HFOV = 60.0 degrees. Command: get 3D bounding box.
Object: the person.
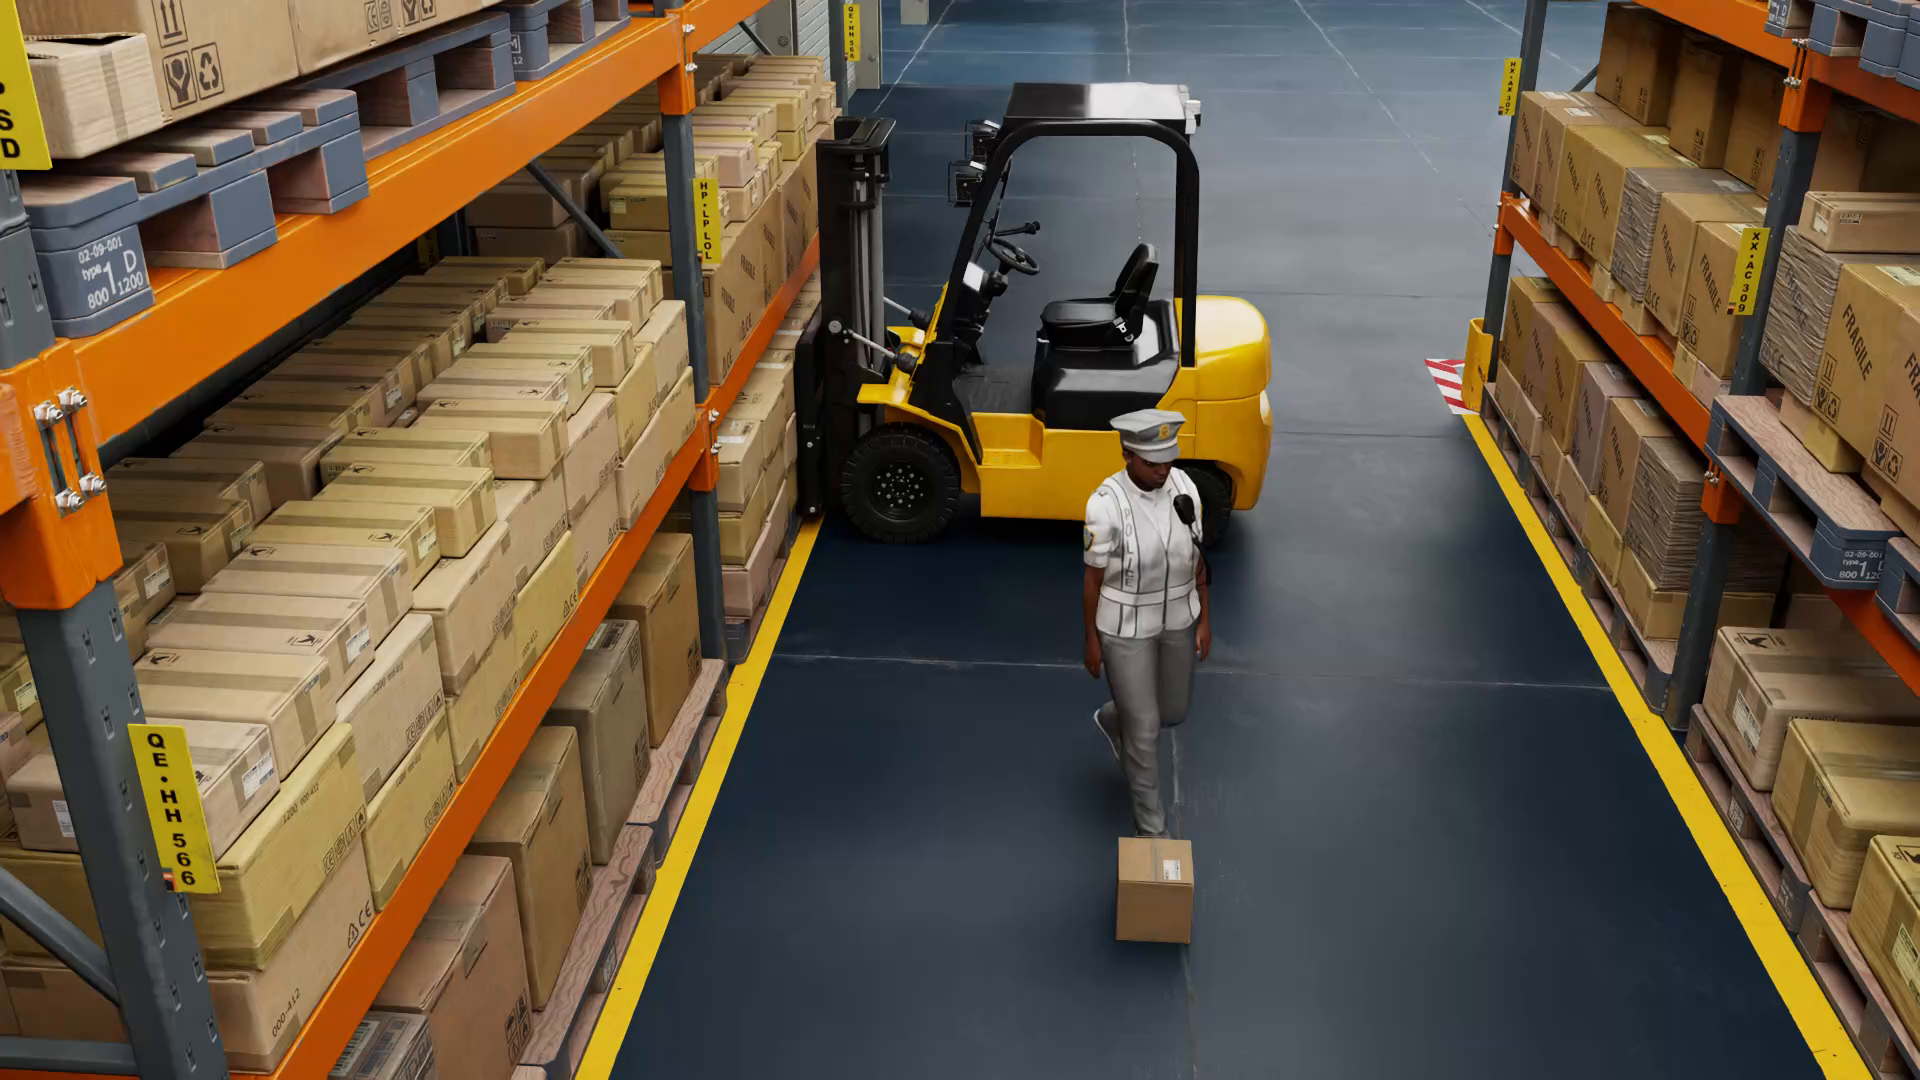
[{"bbox_3d":[0.651,0.294,5.942,0.472,1.646,0.807,-12,27,-24],"label":"person"}]
